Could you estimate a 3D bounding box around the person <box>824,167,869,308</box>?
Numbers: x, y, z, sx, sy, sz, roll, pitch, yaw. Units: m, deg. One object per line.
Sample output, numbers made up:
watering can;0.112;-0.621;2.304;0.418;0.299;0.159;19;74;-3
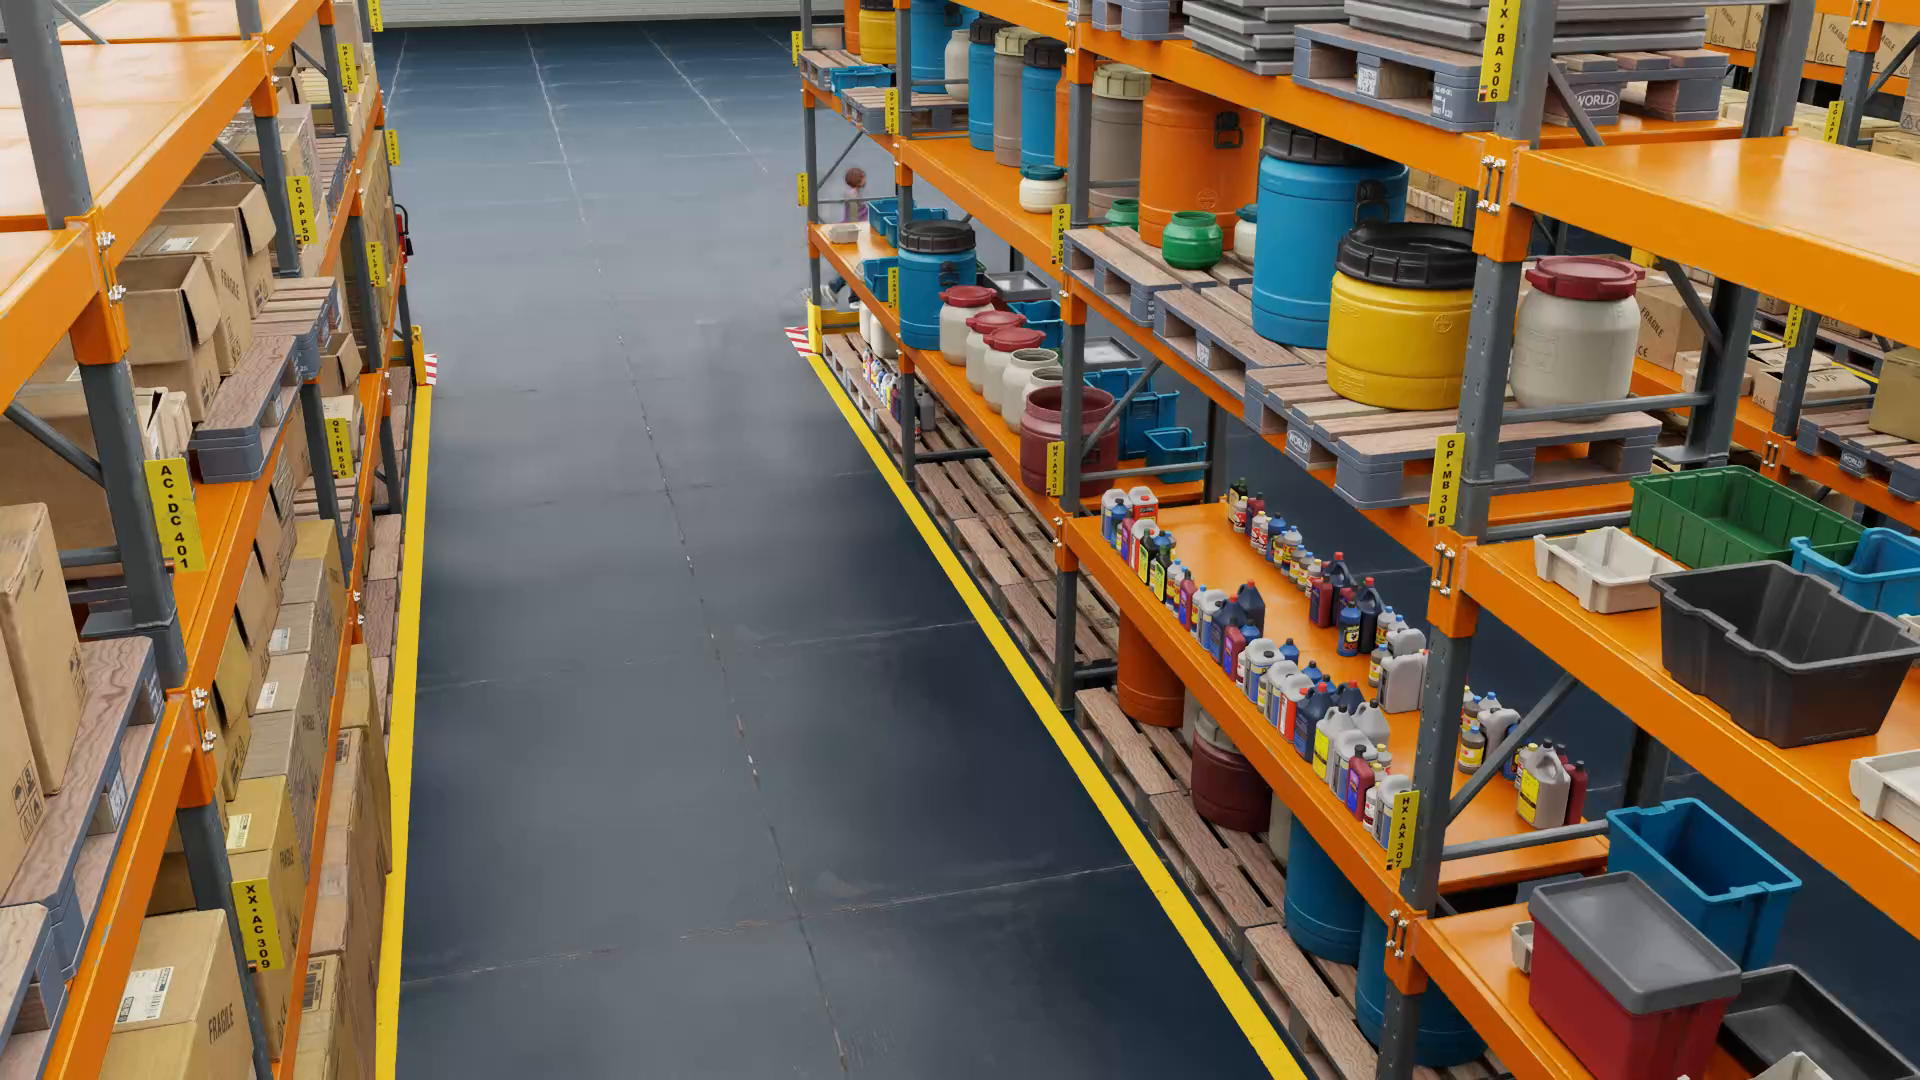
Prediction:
person;-1.231;-3.298;18.266;0.550;1.579;0.474;-2;23;-4
